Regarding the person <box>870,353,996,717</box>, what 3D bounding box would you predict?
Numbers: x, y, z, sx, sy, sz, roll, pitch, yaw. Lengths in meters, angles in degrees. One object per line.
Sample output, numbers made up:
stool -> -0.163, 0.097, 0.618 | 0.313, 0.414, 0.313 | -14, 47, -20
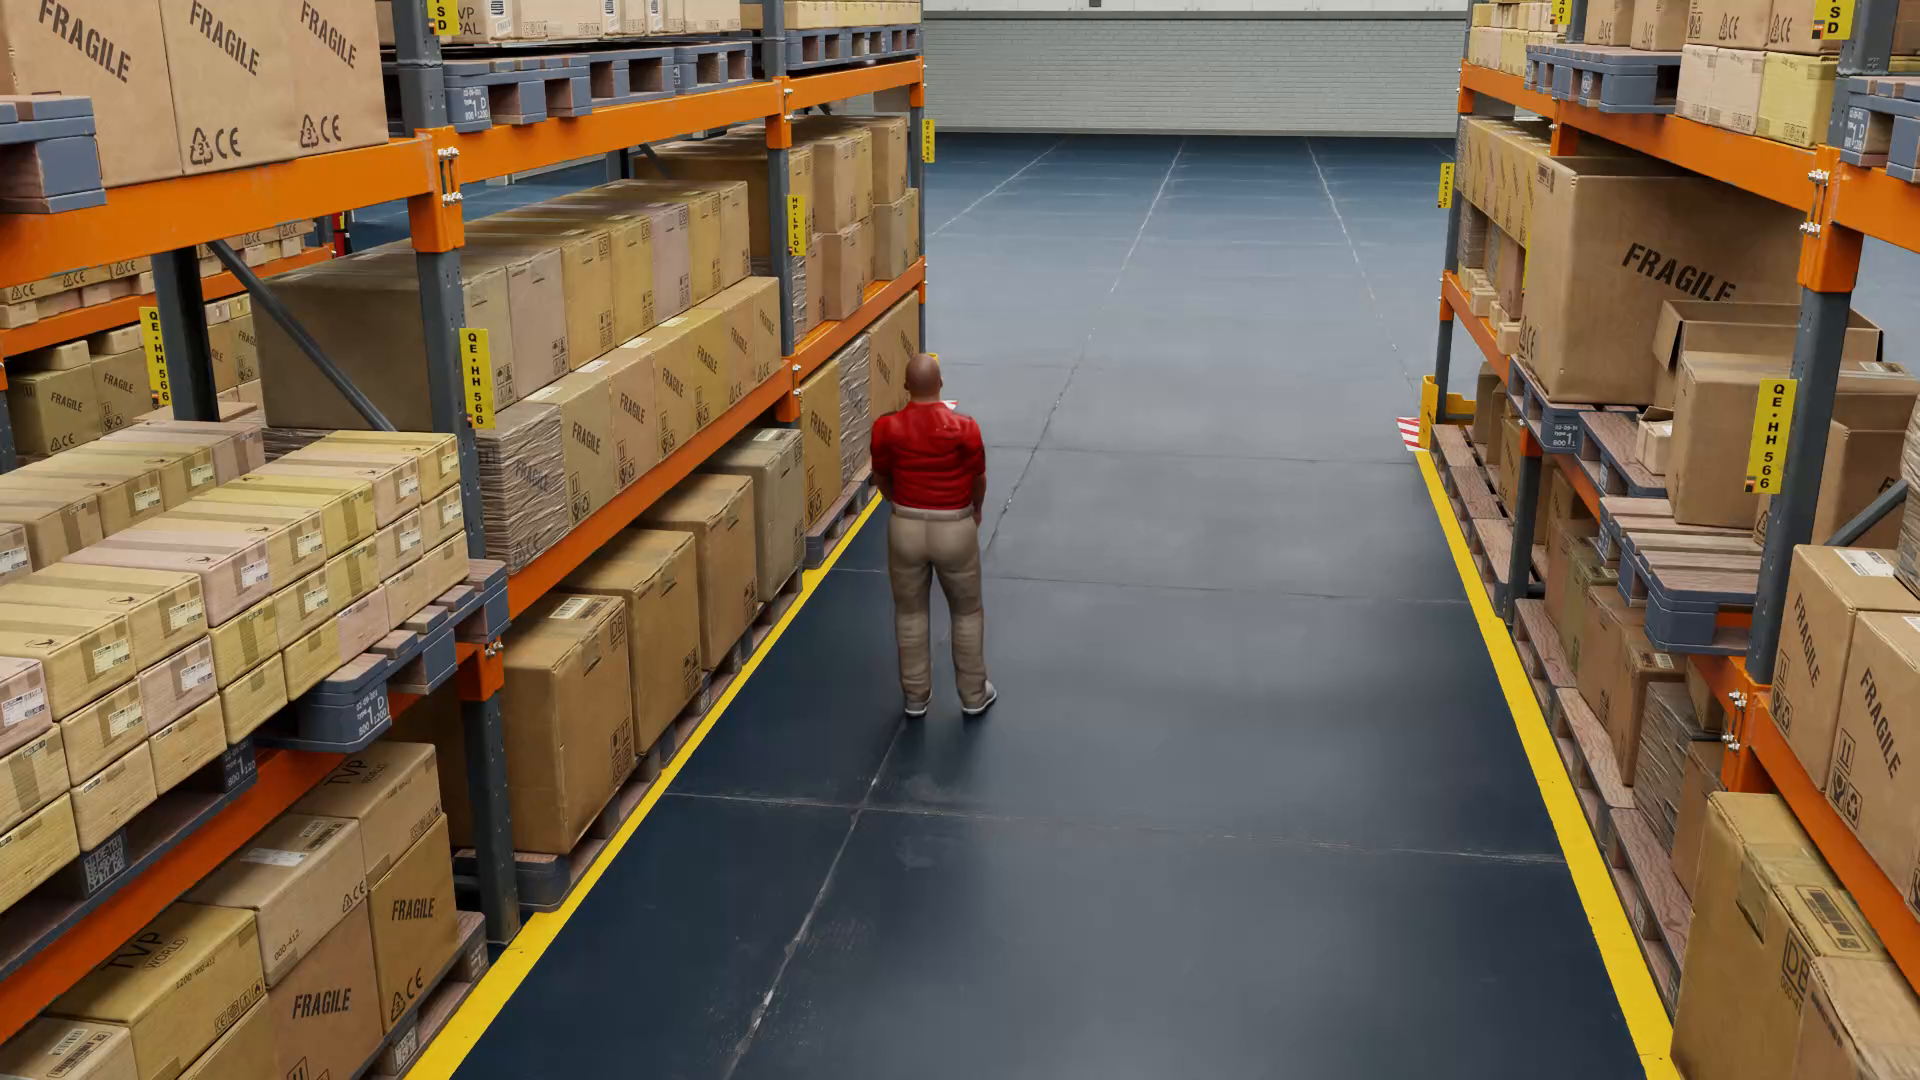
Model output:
person -> -0.117, -0.027, 7.660 | 0.545, 1.729, 0.481 | 3, 18, 9
